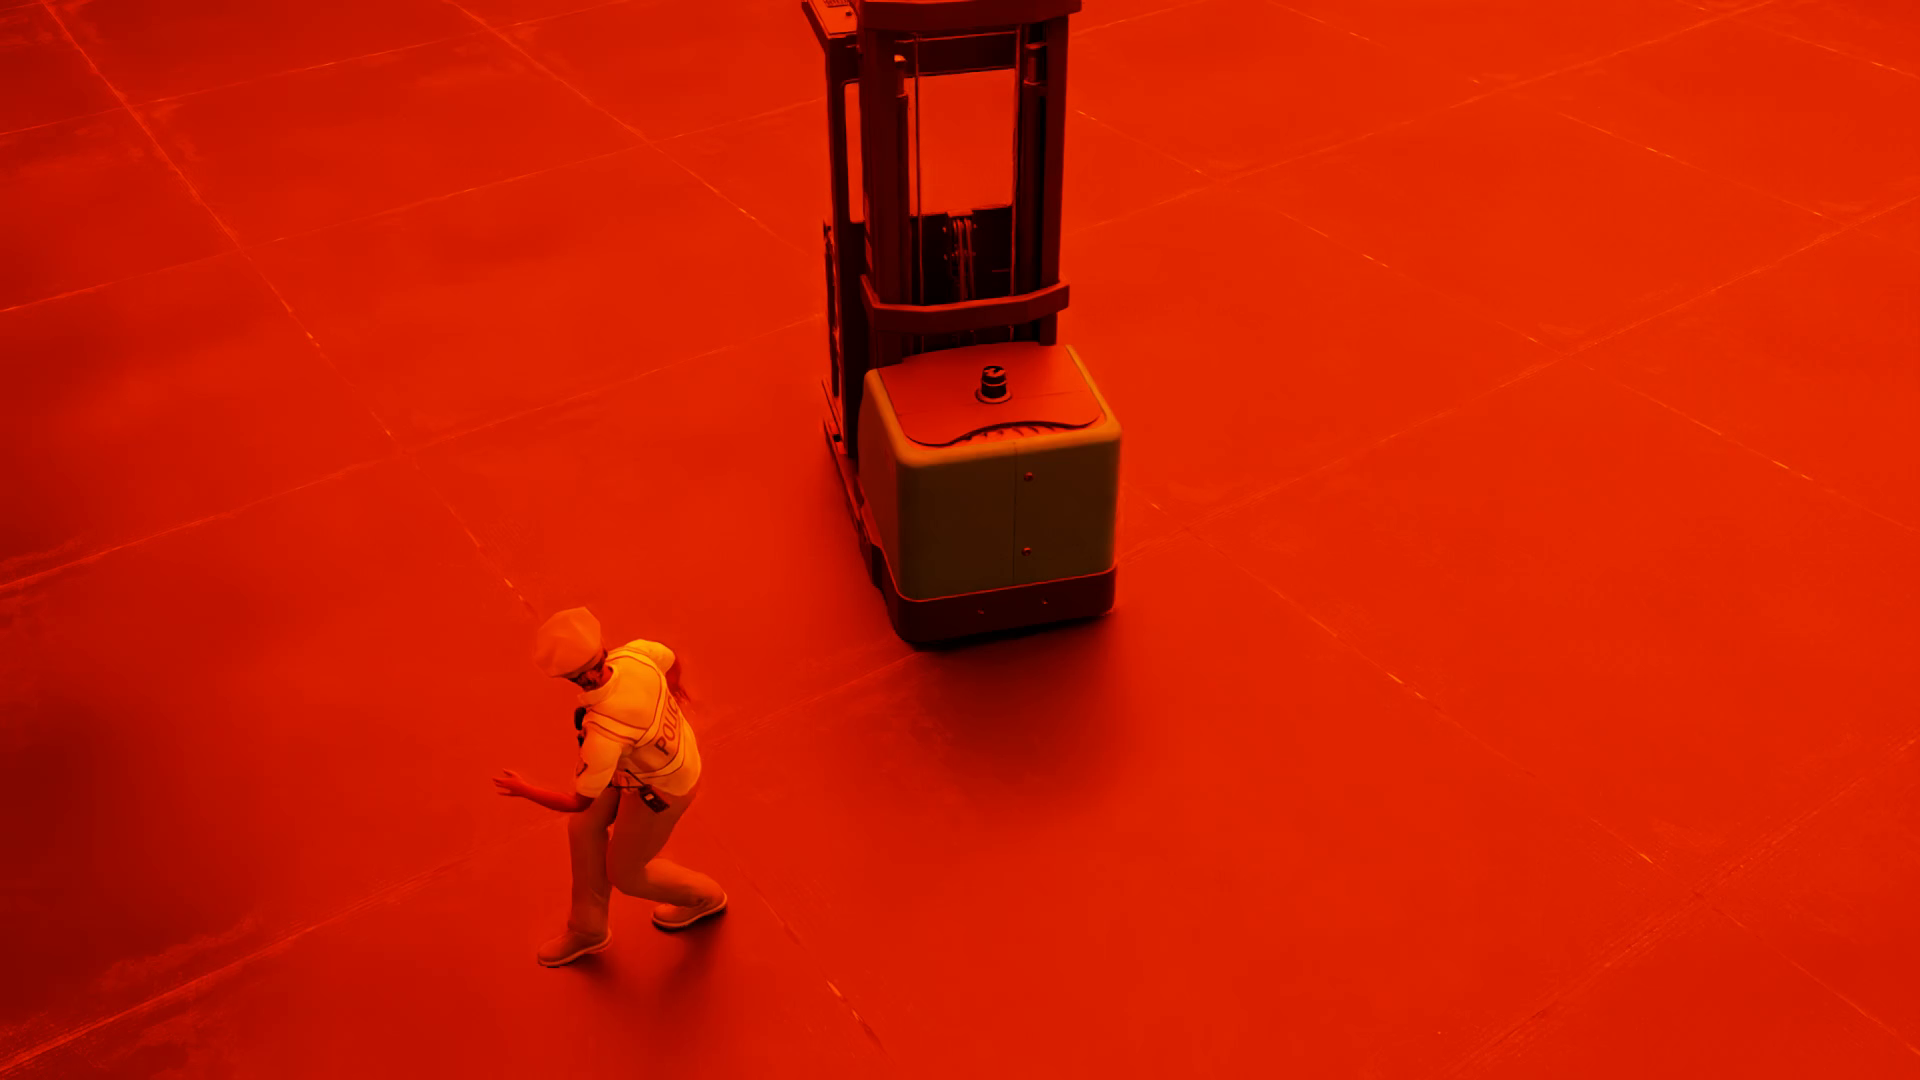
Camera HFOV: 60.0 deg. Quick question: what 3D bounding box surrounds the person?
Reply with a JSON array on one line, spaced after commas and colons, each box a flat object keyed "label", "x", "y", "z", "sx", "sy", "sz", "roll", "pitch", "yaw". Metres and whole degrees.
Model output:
[{"label": "person", "x": -1.294, "y": 0.819, "z": 6.026, "sx": 0.763, "sy": 1.534, "sz": 0.693, "roll": -8, "pitch": 37, "yaw": -10}]

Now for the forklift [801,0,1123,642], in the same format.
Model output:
[{"label": "forklift", "x": -0.114, "y": -1.585, "z": 8.088, "sx": 1.130, "sy": 2.935, "sz": 3.031, "roll": -8, "pitch": 37, "yaw": -11}]
